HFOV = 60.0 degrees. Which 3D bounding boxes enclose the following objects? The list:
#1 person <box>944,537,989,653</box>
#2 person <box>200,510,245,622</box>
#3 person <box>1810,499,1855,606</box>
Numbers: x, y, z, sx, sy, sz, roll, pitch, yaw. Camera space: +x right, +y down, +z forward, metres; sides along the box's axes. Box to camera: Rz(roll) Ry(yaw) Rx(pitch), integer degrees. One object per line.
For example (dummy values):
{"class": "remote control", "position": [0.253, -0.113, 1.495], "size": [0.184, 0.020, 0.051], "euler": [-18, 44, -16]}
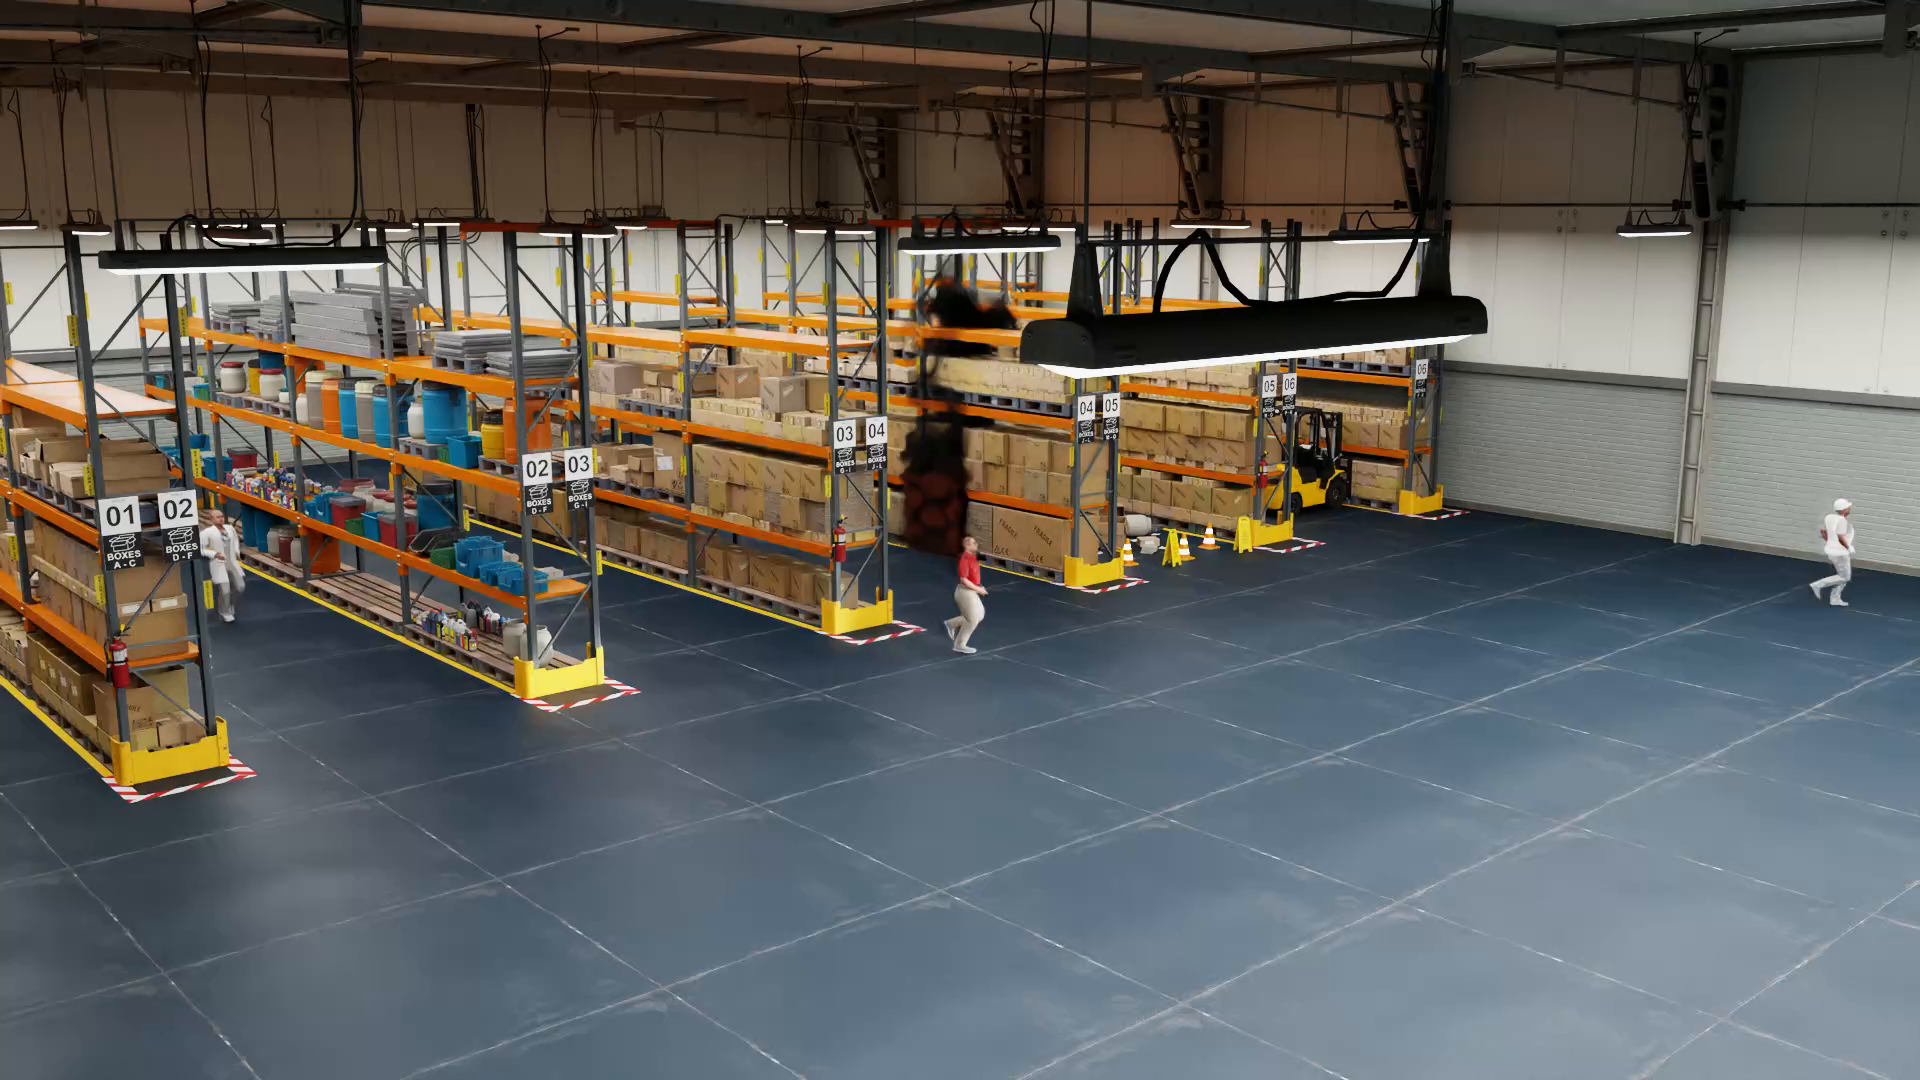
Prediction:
{"class": "person", "position": [0.096, 0.772, 23.822], "size": [0.663, 1.682, 0.684], "euler": [1, 11, 6]}
{"class": "person", "position": [-11.252, 0.440, 25.480], "size": [0.649, 1.649, 0.702], "euler": [9, 14, 37]}
{"class": "person", "position": [13.929, 0.200, 26.514], "size": [0.665, 1.737, 0.673], "euler": [1, 11, 7]}
